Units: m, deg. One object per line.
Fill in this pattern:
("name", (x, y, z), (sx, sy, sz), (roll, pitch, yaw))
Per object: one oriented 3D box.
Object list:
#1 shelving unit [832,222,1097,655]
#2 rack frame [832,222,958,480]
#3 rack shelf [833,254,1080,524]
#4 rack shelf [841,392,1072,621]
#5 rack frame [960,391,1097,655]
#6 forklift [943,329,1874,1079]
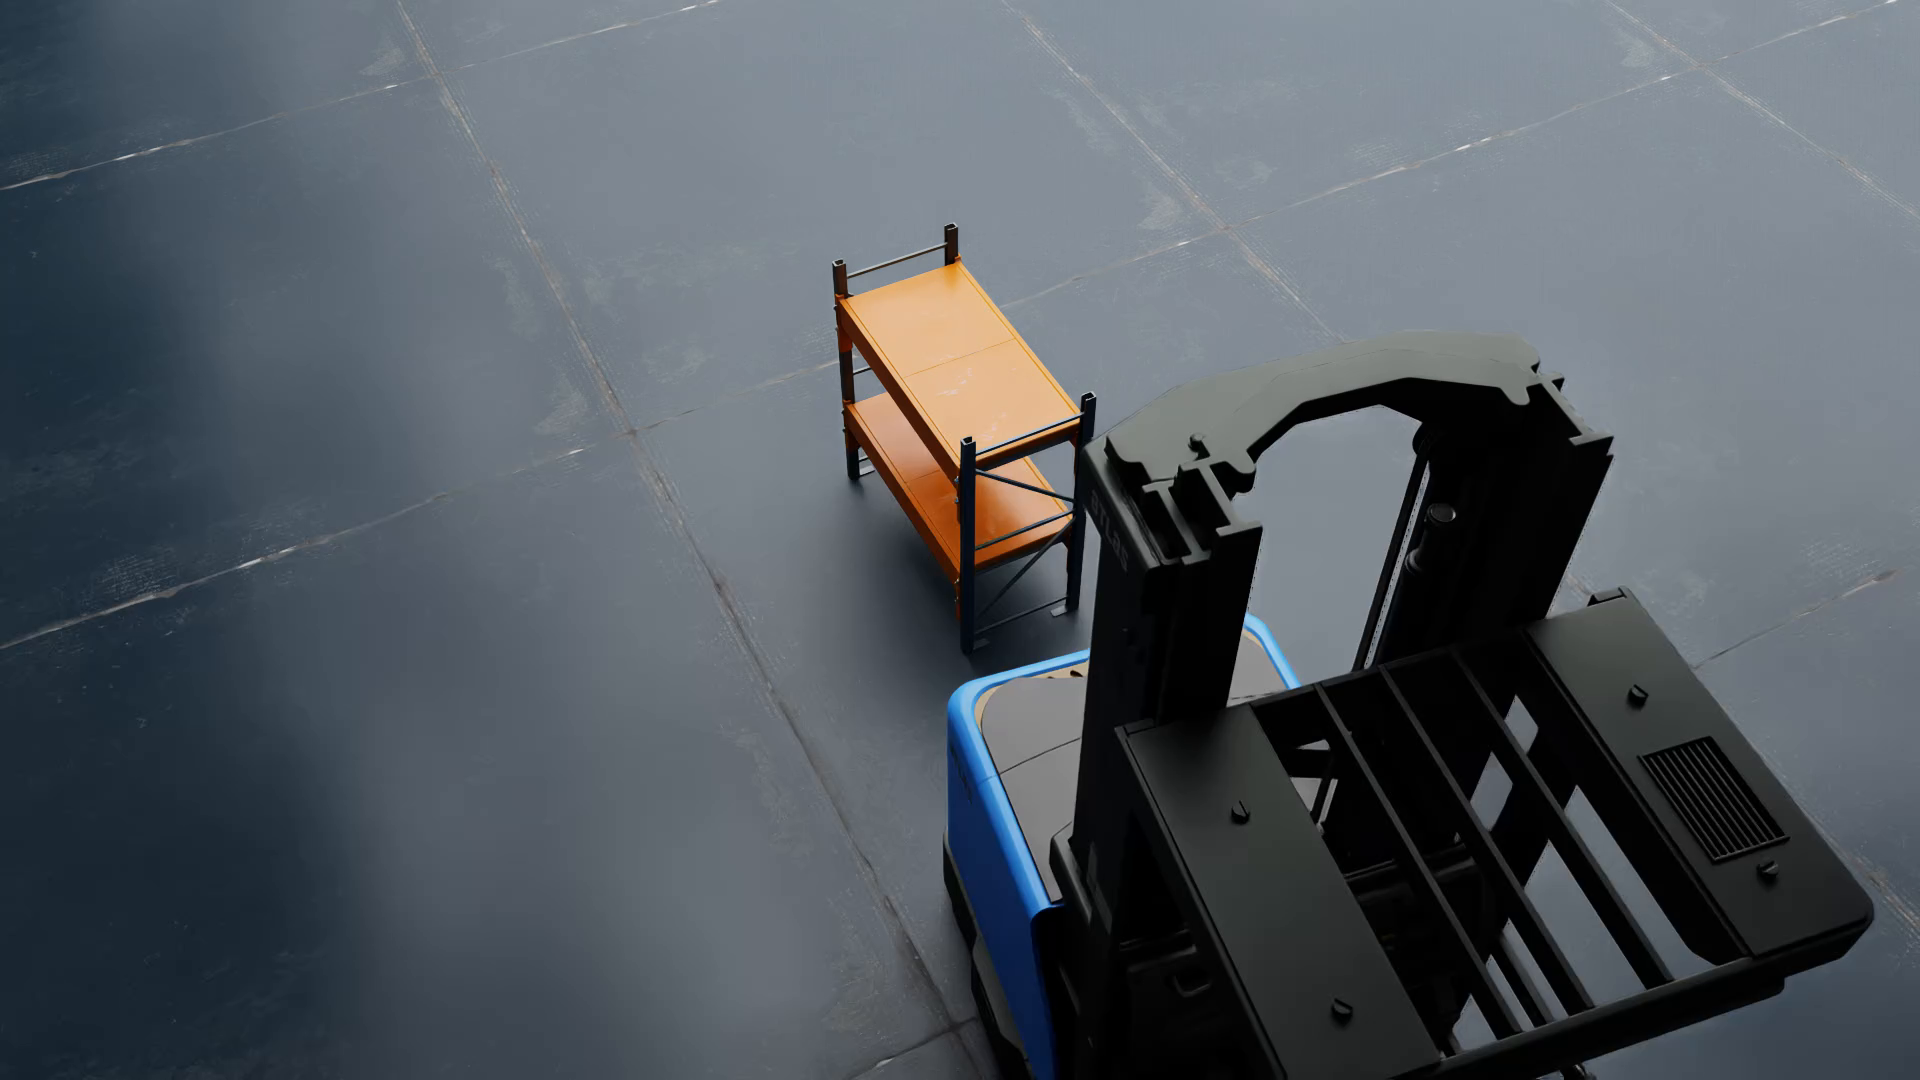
("shelving unit", (-0.003, -0.375, 6.223), (0.538, 1.125, 1.048), (-21, 52, -18))
("rack frame", (-0.236, -0.715, 6.521), (0.500, 1.125, 0.032), (-21, 52, -18))
("rack shelf", (-0.003, -0.568, 6.003), (0.538, 0.278, 1.000), (-21, 52, -18))
("rack shelf", (-0.003, -0.214, 6.407), (0.538, 0.278, 1.000), (-21, 52, -18))
("rack frame", (0.230, -0.035, 5.926), (0.500, 1.125, 0.032), (-21, 52, -18))
("forklift", (0.891, 1.110, 3.724), (1.130, 2.935, 3.031), (-14, 50, -12))
